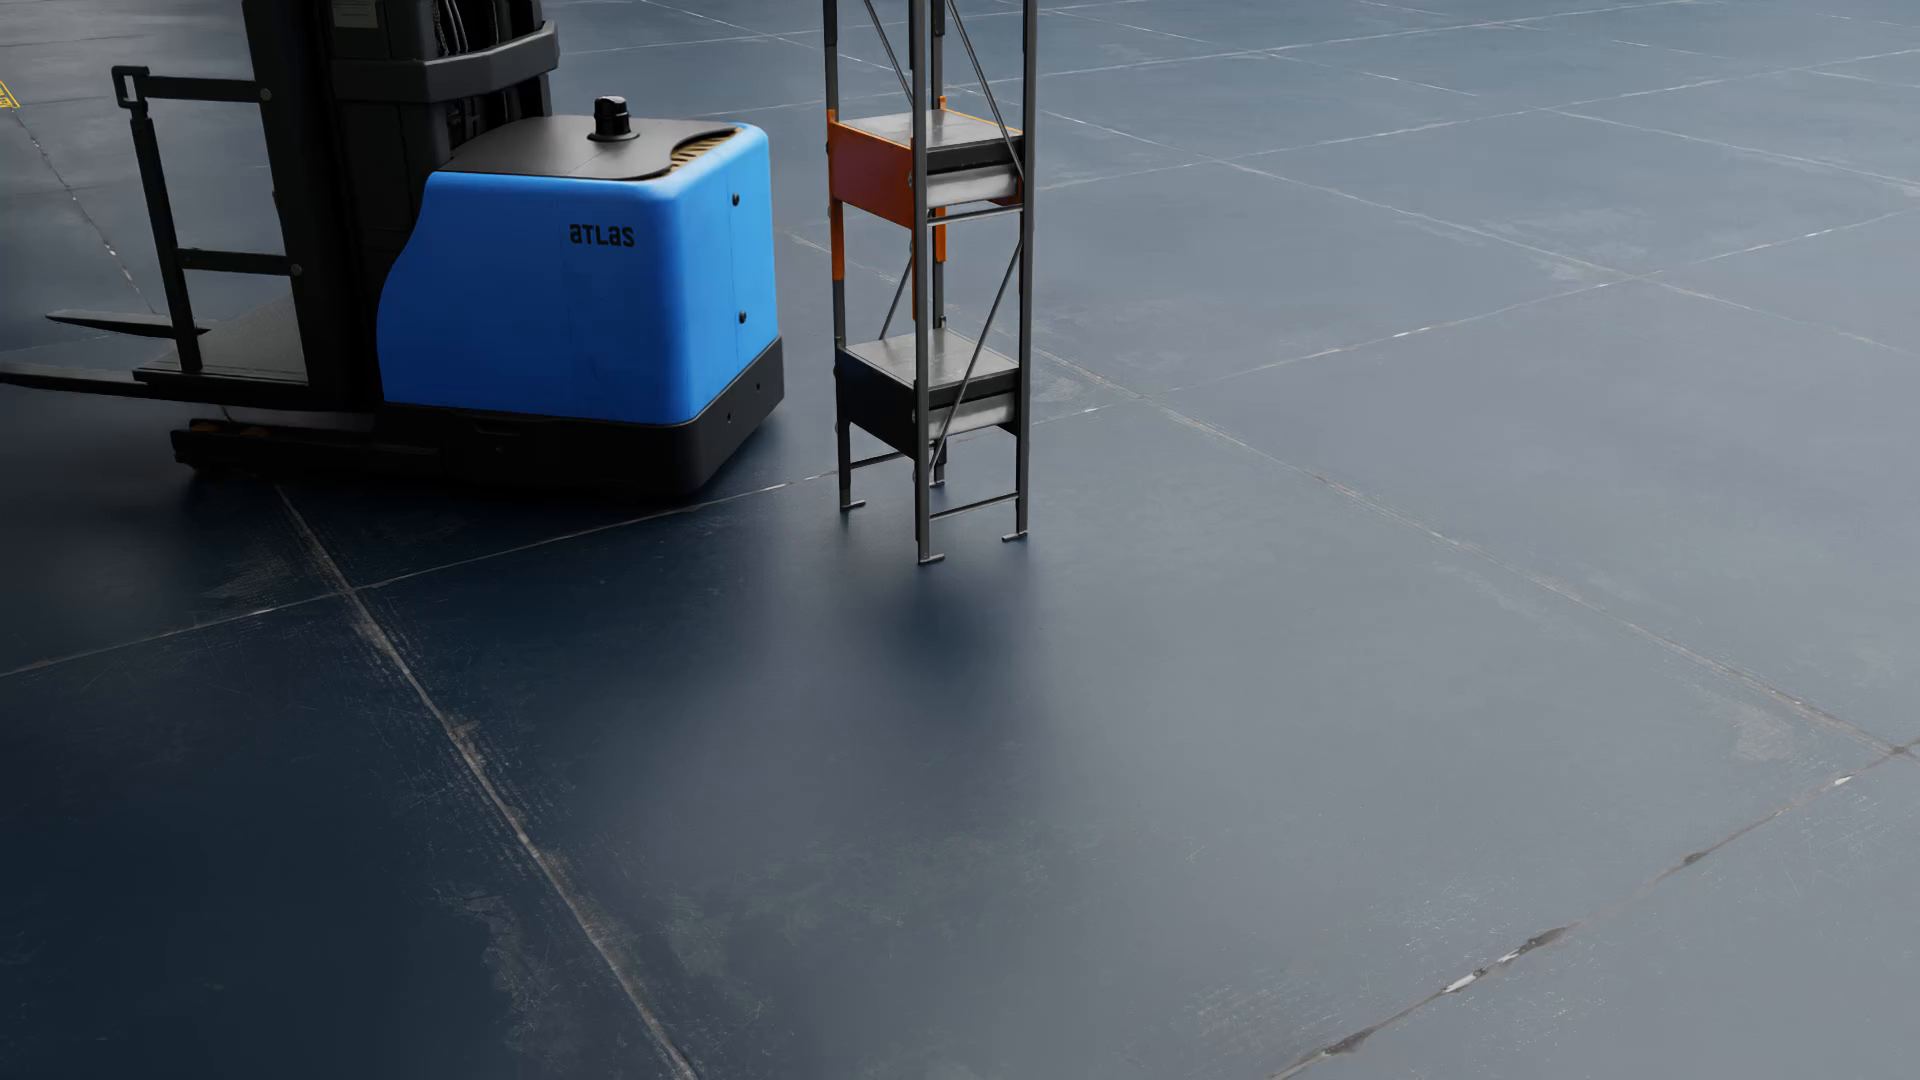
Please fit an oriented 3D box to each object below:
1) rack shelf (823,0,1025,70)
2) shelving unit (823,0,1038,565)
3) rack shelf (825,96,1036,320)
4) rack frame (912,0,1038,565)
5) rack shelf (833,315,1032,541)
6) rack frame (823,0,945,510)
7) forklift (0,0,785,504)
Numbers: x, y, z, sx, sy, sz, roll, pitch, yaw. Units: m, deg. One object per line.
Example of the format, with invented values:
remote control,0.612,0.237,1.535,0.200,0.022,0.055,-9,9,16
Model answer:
rack shelf,-0.090,-1.629,4.634,0.431,0.518,0.480,-16,29,-30
shelving unit,-0.090,-1.009,4.927,0.431,2.100,0.503,-16,29,-30
rack shelf,-0.090,-0.996,4.933,0.431,0.518,0.480,-16,29,-30
rack frame,0.043,-0.921,4.742,0.400,2.100,0.015,-16,29,-30
rack shelf,-0.090,-0.363,5.232,0.431,0.518,0.480,-16,29,-30
rack frame,-0.224,-1.096,5.112,0.400,2.100,0.015,-16,29,-30
forklift,-2.228,-1.756,5.537,3.031,2.935,1.130,6,26,12
